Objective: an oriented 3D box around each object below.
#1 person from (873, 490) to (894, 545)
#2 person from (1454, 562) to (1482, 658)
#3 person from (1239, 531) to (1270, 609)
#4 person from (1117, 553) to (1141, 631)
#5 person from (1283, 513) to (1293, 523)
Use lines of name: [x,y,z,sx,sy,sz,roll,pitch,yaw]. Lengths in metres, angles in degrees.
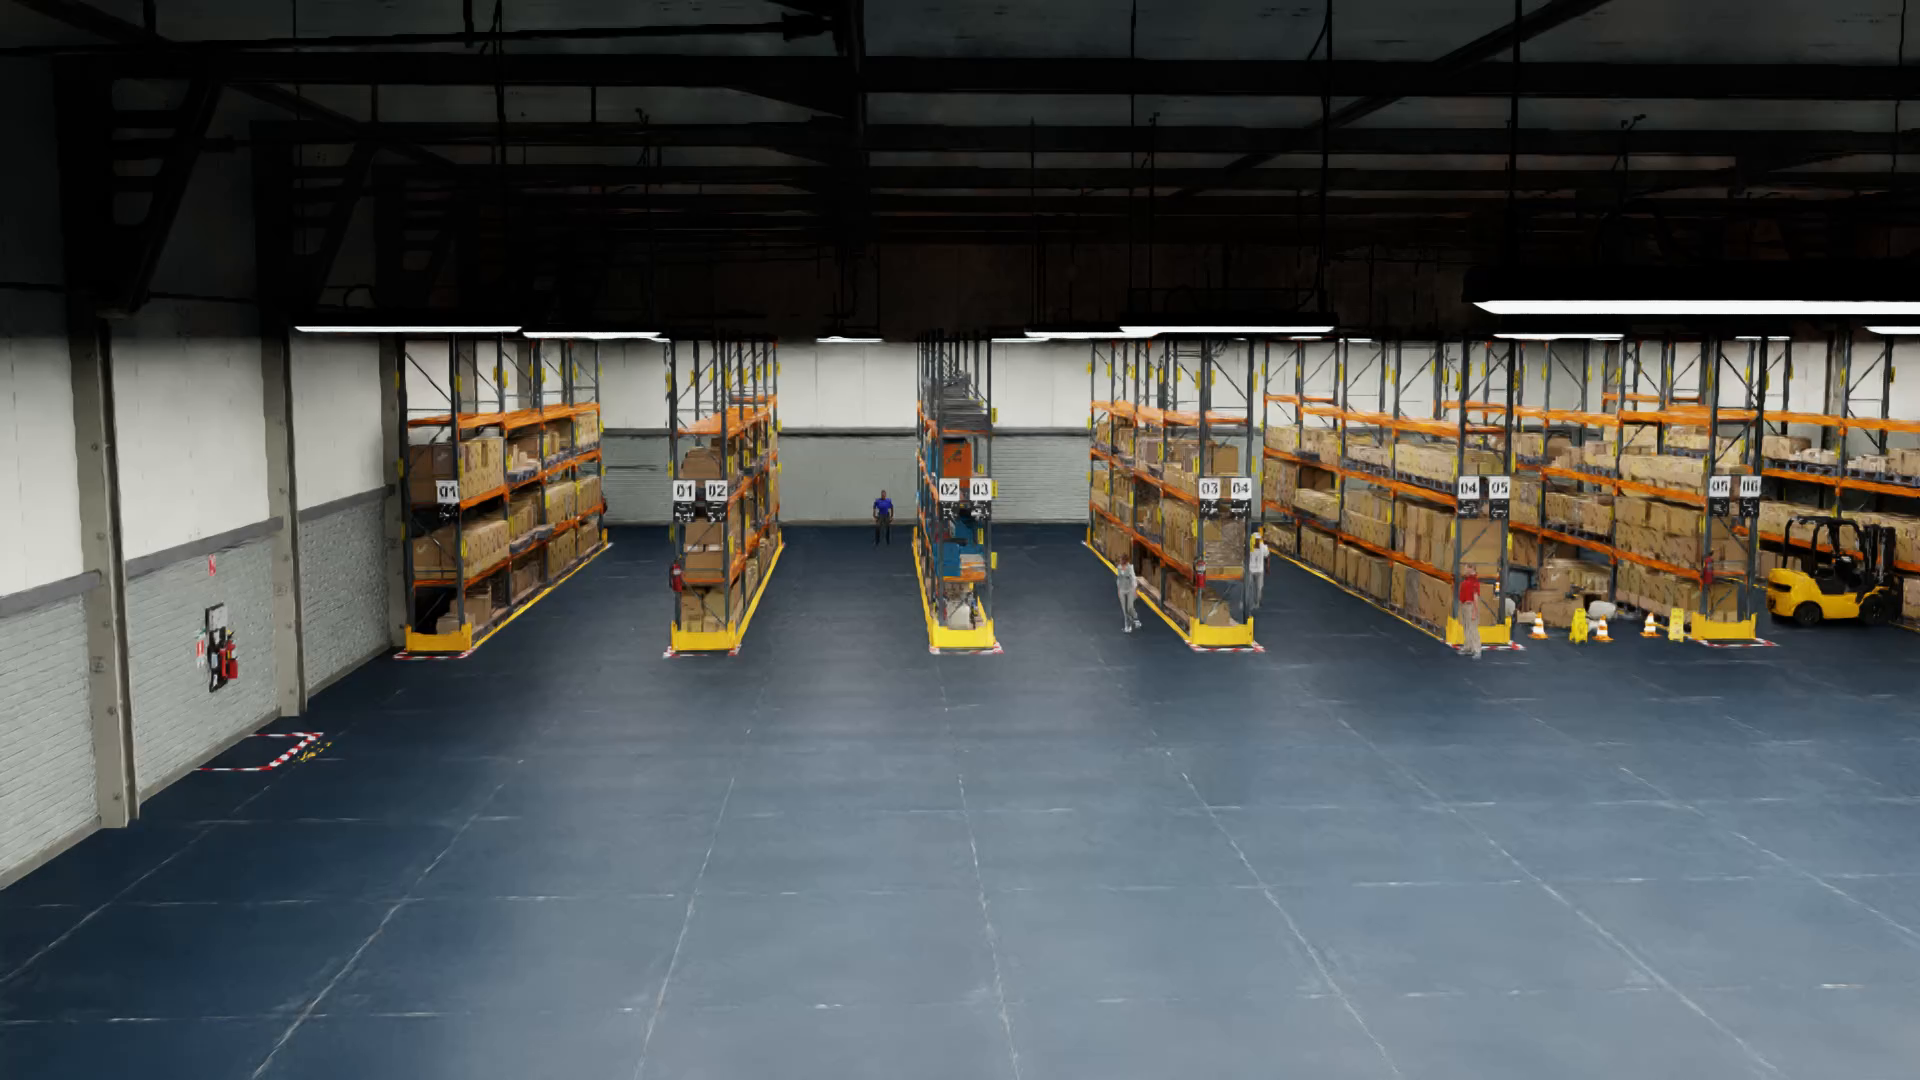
person: [-2.188,-0.636,47.356,0.592,1.590,0.518,0,7,-4]
person: [9.366,1.264,30.518,0.411,1.725,0.659,0,7,1]
person: [6.332,0.658,35.870,0.719,1.714,0.578,-1,7,-5]
person: [3.359,1.029,33.184,0.475,1.588,0.460,5,8,36]
person: [10.398,-1.210,52.333,0.453,1.534,0.883,2,7,20]
